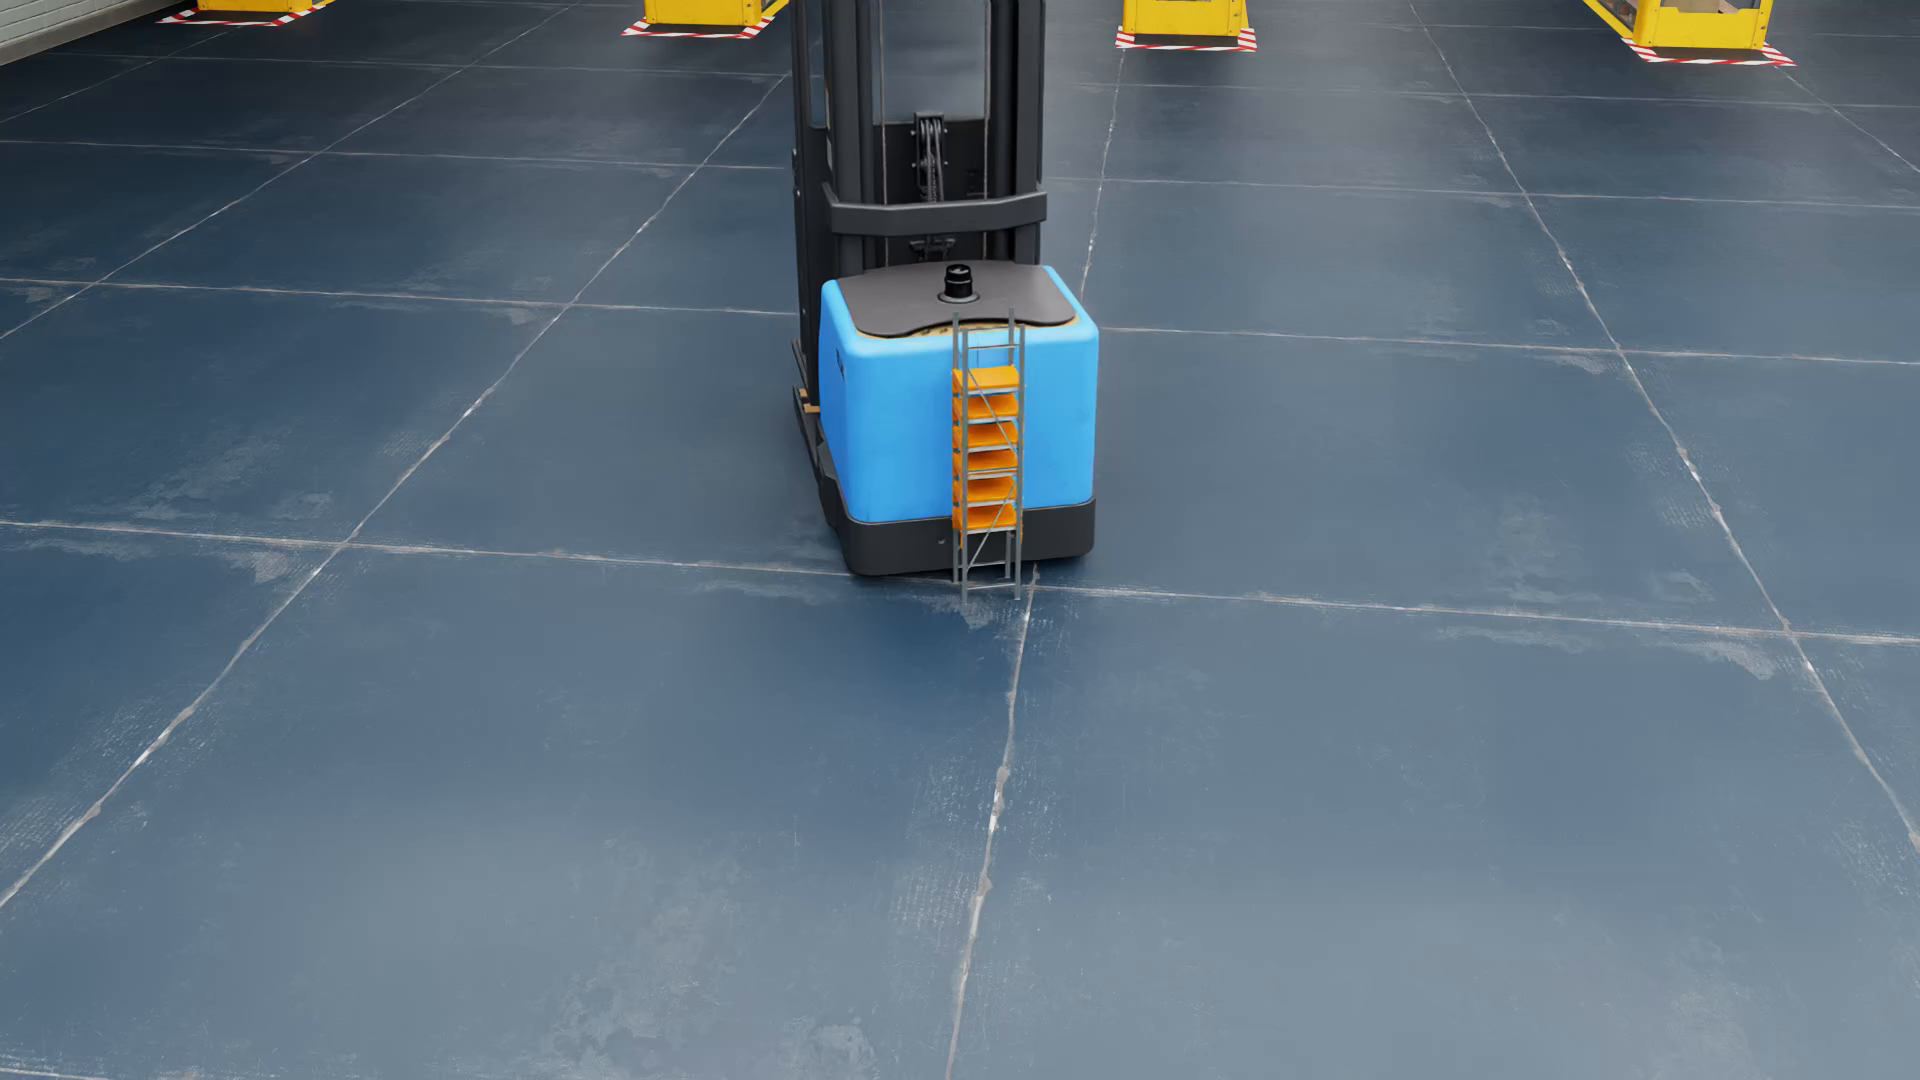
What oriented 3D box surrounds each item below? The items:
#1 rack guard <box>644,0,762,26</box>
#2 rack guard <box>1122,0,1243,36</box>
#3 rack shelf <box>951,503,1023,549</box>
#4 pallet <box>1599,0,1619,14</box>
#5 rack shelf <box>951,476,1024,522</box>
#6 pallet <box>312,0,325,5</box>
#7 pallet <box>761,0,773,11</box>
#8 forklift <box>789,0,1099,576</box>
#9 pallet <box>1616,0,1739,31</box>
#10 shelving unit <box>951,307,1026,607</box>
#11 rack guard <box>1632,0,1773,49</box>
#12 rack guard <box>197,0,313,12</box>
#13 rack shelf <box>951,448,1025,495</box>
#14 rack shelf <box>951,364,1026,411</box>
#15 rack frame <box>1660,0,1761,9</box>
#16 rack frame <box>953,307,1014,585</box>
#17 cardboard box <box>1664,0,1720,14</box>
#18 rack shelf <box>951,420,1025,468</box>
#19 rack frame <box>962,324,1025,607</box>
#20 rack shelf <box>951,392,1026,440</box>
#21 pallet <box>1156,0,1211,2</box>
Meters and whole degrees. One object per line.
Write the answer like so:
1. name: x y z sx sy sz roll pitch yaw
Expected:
1. rack guard: -2.650 -5.593 17.105 1.175 0.500 0.348 3 28 6
2. rack guard: 2.231 -5.354 16.660 1.175 0.500 0.348 3 28 6
3. rack shelf: 0.109 -0.062 6.700 0.258 0.103 0.180 -5 29 -10
4. pallet: 7.480 -5.889 17.958 1.003 0.211 1.213 3 28 6
5. rack shelf: 0.109 -0.168 6.643 0.258 0.103 0.180 -5 29 -10
6. pallet: -7.420 -6.180 18.498 1.003 0.211 1.213 3 28 6
7. pallet: -2.595 -5.840 17.867 1.003 0.211 1.213 3 28 6
8. forklift: -0.226 -1.824 7.545 1.130 2.935 3.031 -5 29 -10
9. pallet: 7.328 -5.316 16.895 1.003 0.211 1.213 3 28 6
10. shelving unit: 0.109 -0.312 6.565 0.258 1.200 0.189 -5 29 -10
11. rack guard: 7.193 -5.063 16.121 1.175 0.500 0.348 3 28 6
12. rack guard: -7.555 -5.927 17.724 1.175 0.500 0.348 3 28 6
13. rack shelf: 0.109 -0.273 6.586 0.258 0.103 0.180 -5 29 -10
14. rack shelf: 0.109 -0.590 6.415 0.258 0.103 0.180 -5 29 -10
15. rack frame: 7.184 -6.128 15.461 1.000 3.000 0.127 3 28 6
16. rack frame: 0.091 -0.355 6.644 0.240 1.200 0.006 -5 29 -10
17. cardboard box: 7.277 -5.505 16.498 0.500 0.500 0.500 9 30 16
18. rack shelf: 0.109 -0.379 6.529 0.258 0.103 0.180 -5 29 -10
19. rack frame: 0.127 -0.270 6.486 0.240 1.200 0.006 -5 29 -10
20. rack shelf: 0.109 -0.485 6.472 0.258 0.103 0.180 -5 29 -10
21. pallet: 2.336 -5.608 17.438 1.003 0.211 1.213 3 28 6
